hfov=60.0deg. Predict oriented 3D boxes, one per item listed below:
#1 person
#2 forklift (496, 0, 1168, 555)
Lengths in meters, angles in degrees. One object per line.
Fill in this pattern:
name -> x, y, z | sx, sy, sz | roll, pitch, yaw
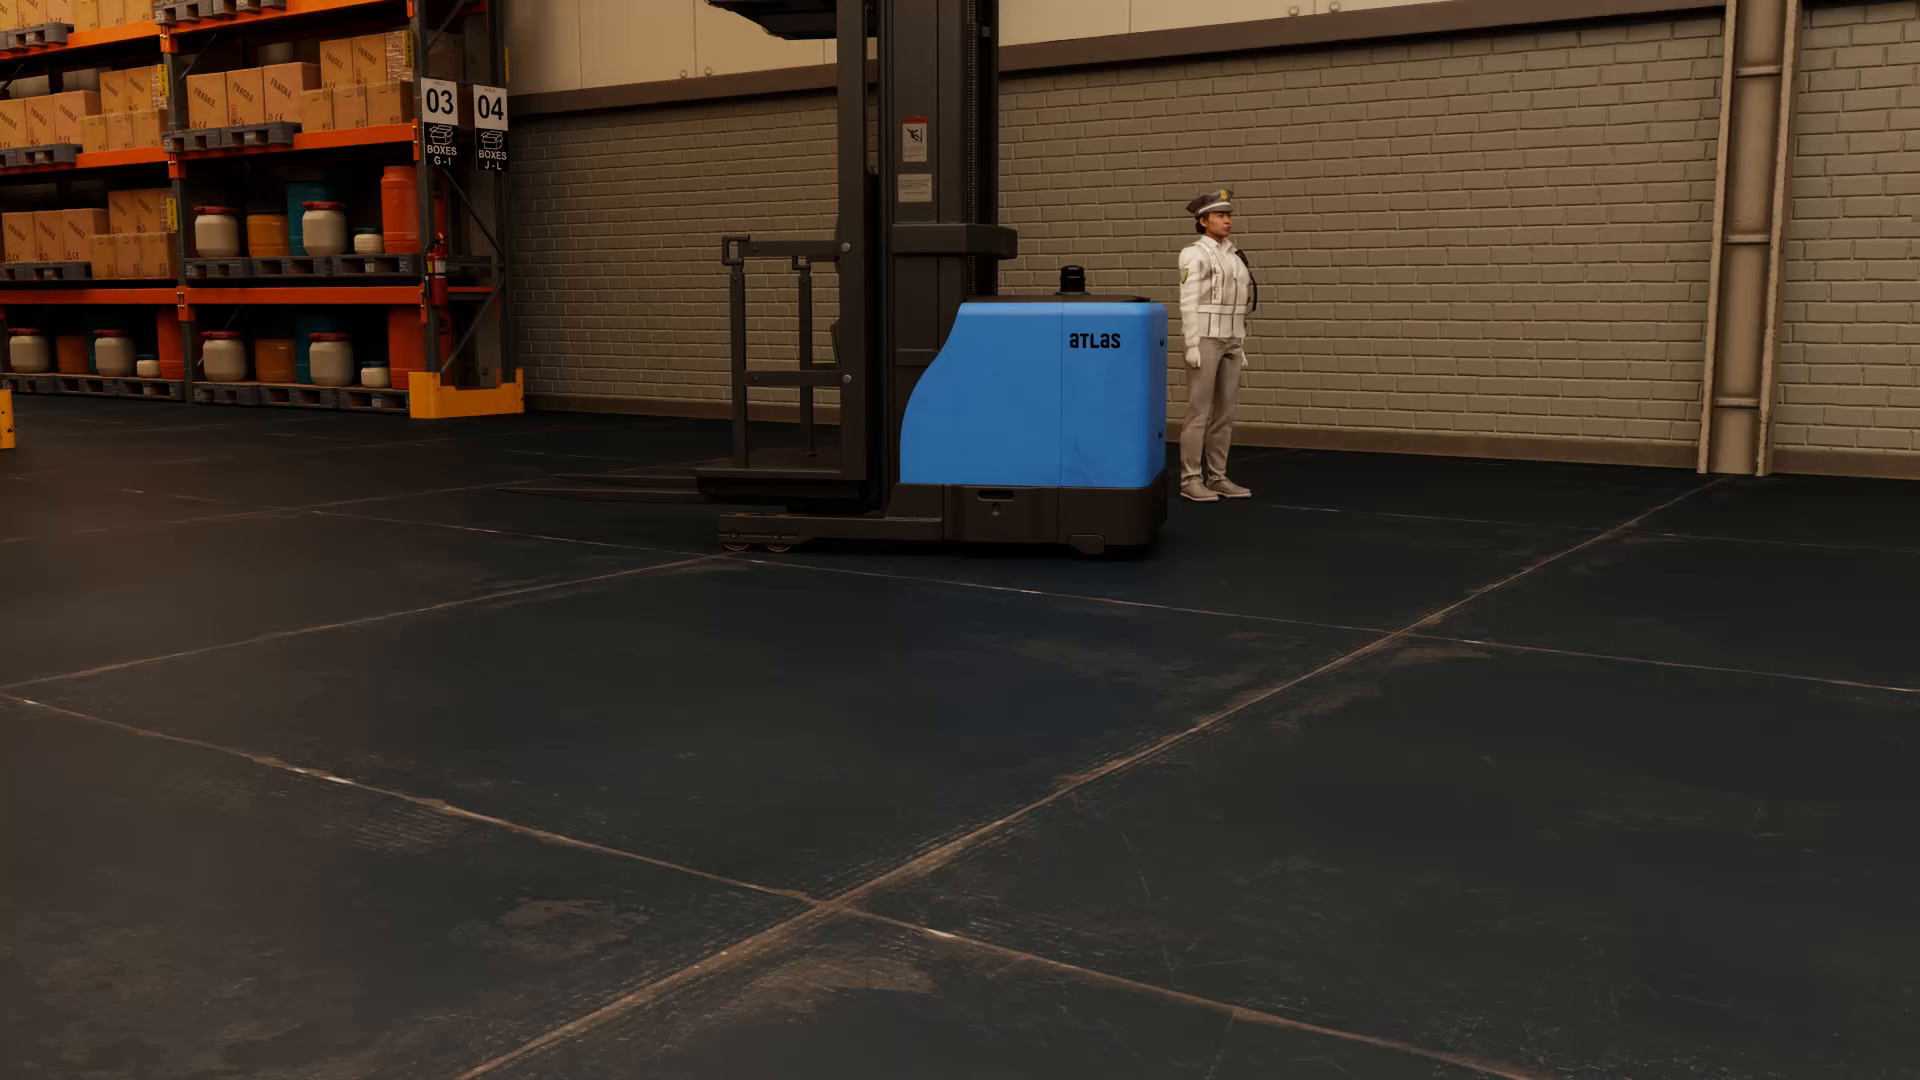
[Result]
person -> 1.401, -1.071, 9.147 | 0.458, 1.694, 0.360 | -7, 11, -41
forklift -> -0.596, -1.469, 7.520 | 3.031, 2.935, 1.130 | 2, 8, 12
